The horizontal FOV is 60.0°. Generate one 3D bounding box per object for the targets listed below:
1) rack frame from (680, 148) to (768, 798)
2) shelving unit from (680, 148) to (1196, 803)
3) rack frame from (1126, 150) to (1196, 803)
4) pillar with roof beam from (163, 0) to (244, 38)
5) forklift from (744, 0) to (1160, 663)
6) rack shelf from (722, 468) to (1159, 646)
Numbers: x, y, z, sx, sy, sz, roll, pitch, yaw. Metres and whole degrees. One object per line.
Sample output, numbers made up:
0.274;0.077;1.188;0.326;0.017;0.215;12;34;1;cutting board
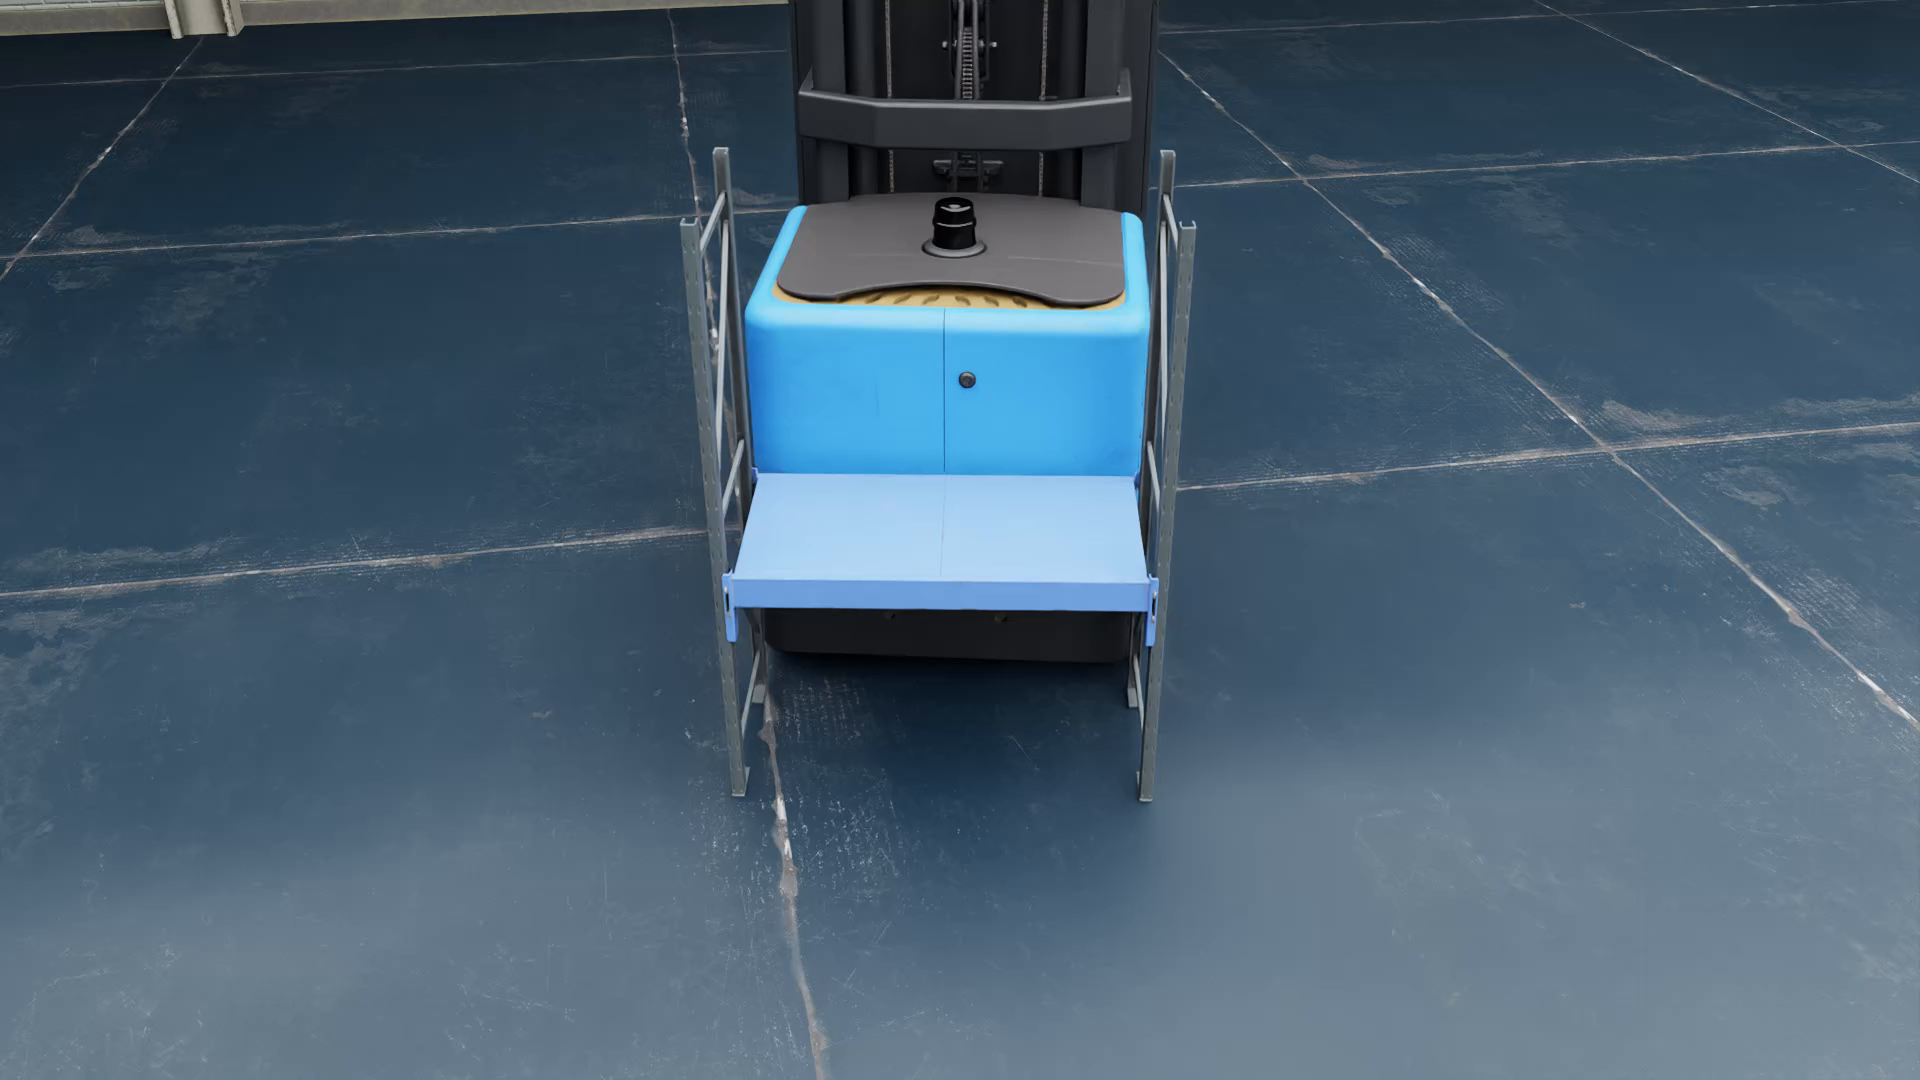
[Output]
-0.549;-0.127;3.980;0.032;1.500;0.500;1;31;1;rack frame
-0.041;-0.122;3.972;1.048;1.500;0.538;1;31;1;shelving unit
0.467;-0.117;3.963;0.032;1.500;0.500;1;31;1;rack frame
-4.165;-5.078;5.008;0.400;9.000;9.100;-5;31;-9;pillar with roof beam
0.057;-1.644;5.155;1.130;2.935;3.031;2;31;3;forklift
-0.041;0.032;4.065;1.000;0.185;0.538;1;31;1;rack shelf
